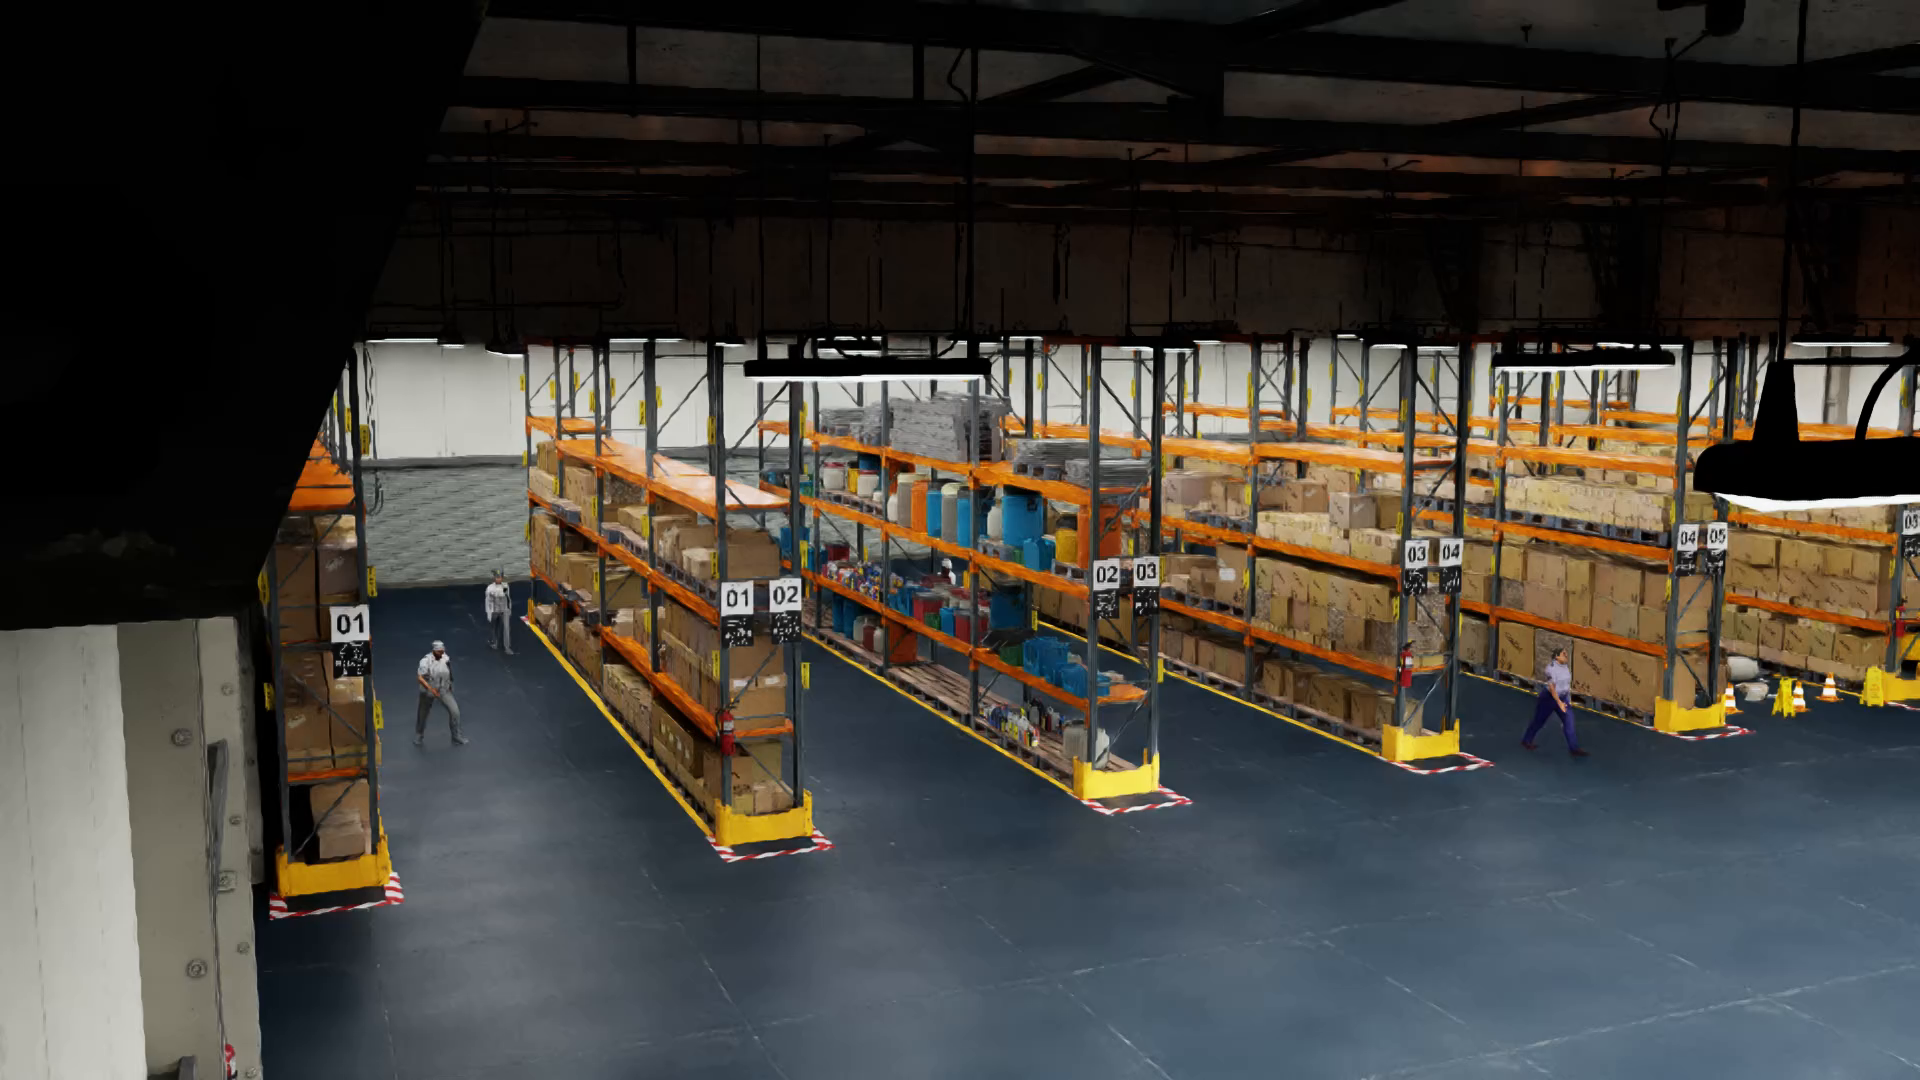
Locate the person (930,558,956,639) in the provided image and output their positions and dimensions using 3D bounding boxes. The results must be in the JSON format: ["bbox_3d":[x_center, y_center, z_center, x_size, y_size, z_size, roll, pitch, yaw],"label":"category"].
[{"bbox_3d":[-0.290,1.190,32.277,0.583,1.686,1.103,-3,8,-24],"label":"person"}]

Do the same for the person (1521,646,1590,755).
[{"bbox_3d":[8.680,2.331,24.237,0.477,1.563,0.999,-5,9,-31],"label":"person"}]

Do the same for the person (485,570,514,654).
[{"bbox_3d":[-8.751,1.337,31.543,0.495,1.589,1.086,-3,8,-20],"label":"person"}]

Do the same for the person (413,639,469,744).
[{"bbox_3d":[-7.807,2.244,24.813,0.656,1.597,0.818,-6,10,-38],"label":"person"}]
